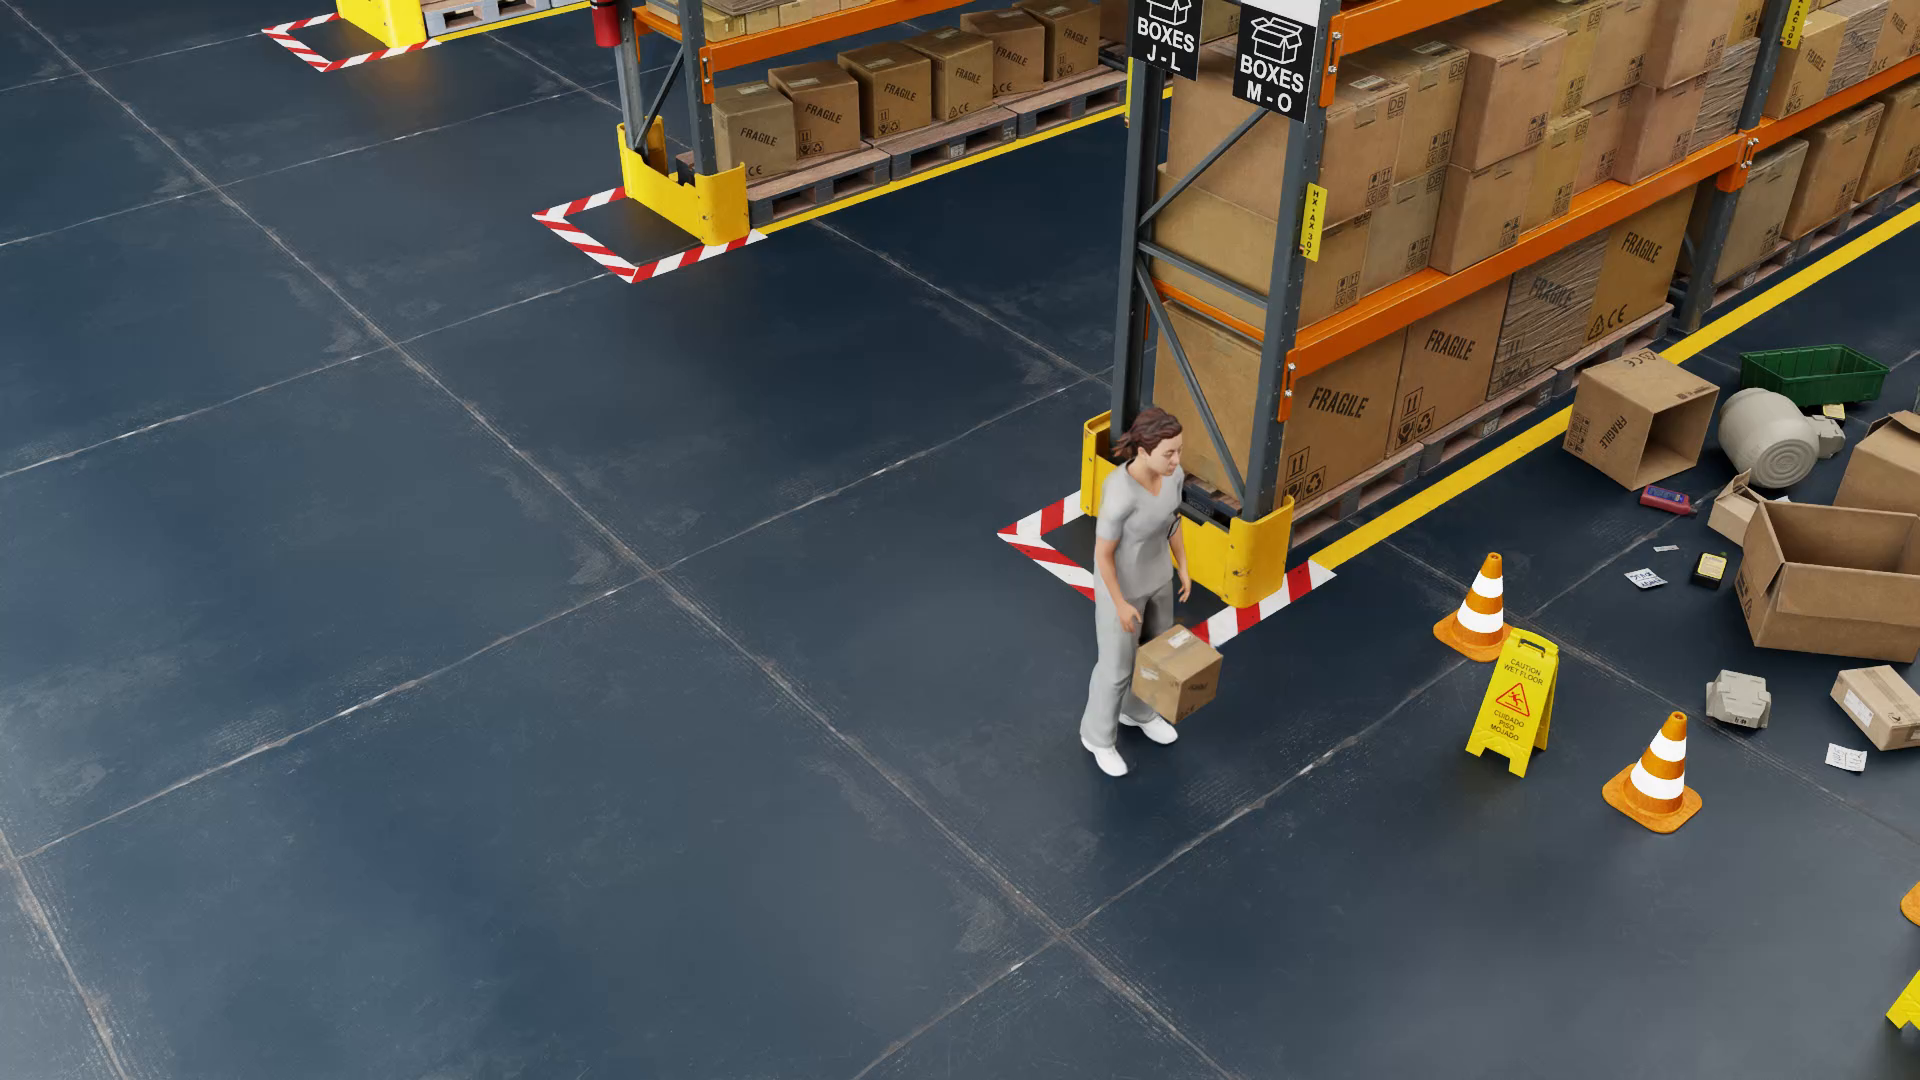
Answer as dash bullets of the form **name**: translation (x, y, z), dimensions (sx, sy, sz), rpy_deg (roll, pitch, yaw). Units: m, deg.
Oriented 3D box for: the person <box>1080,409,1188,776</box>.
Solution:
- **person**: translation (0.733, 0.188, 6.818), dimensions (0.483, 1.674, 0.357), rpy_deg (-28, 44, -33)
